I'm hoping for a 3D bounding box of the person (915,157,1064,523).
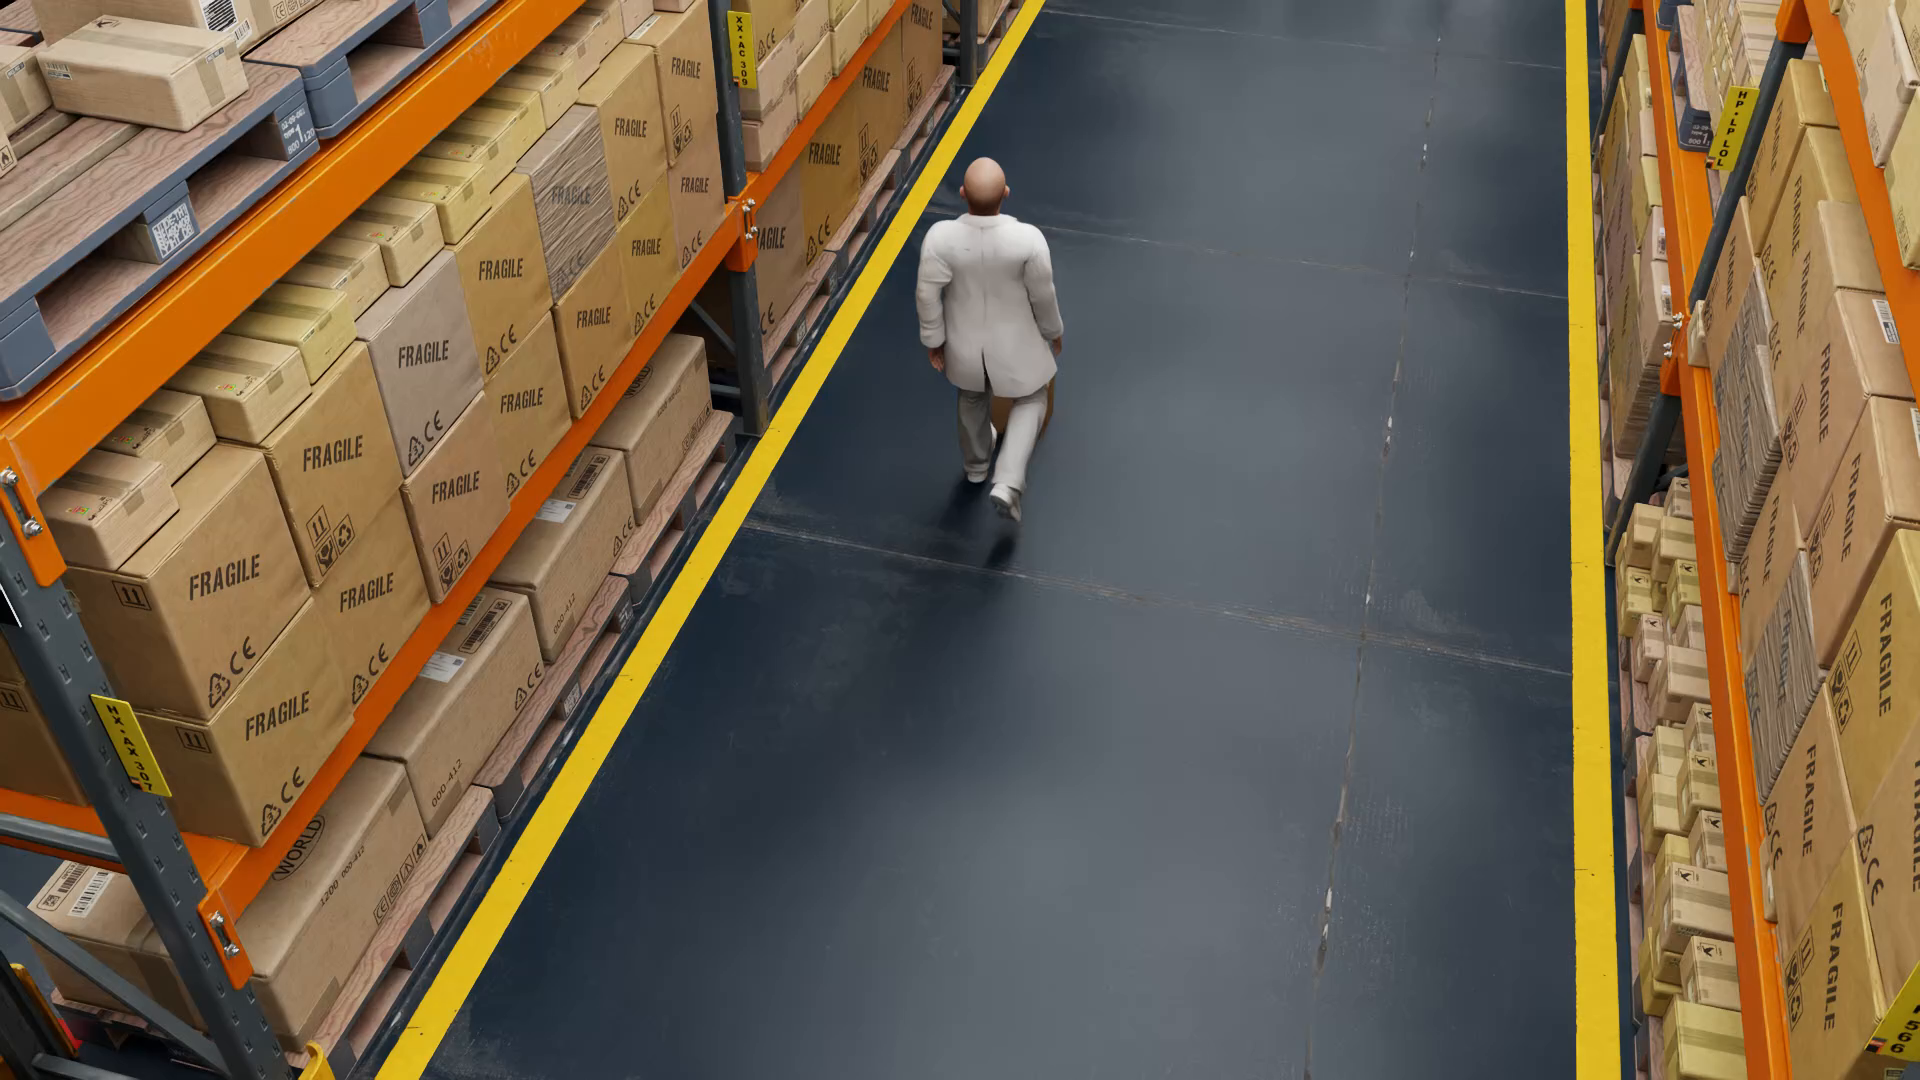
[{"bbox_3d":[0.140,-0.888,7.187,0.607,1.762,0.846,8,41,10],"label":"person"}]
